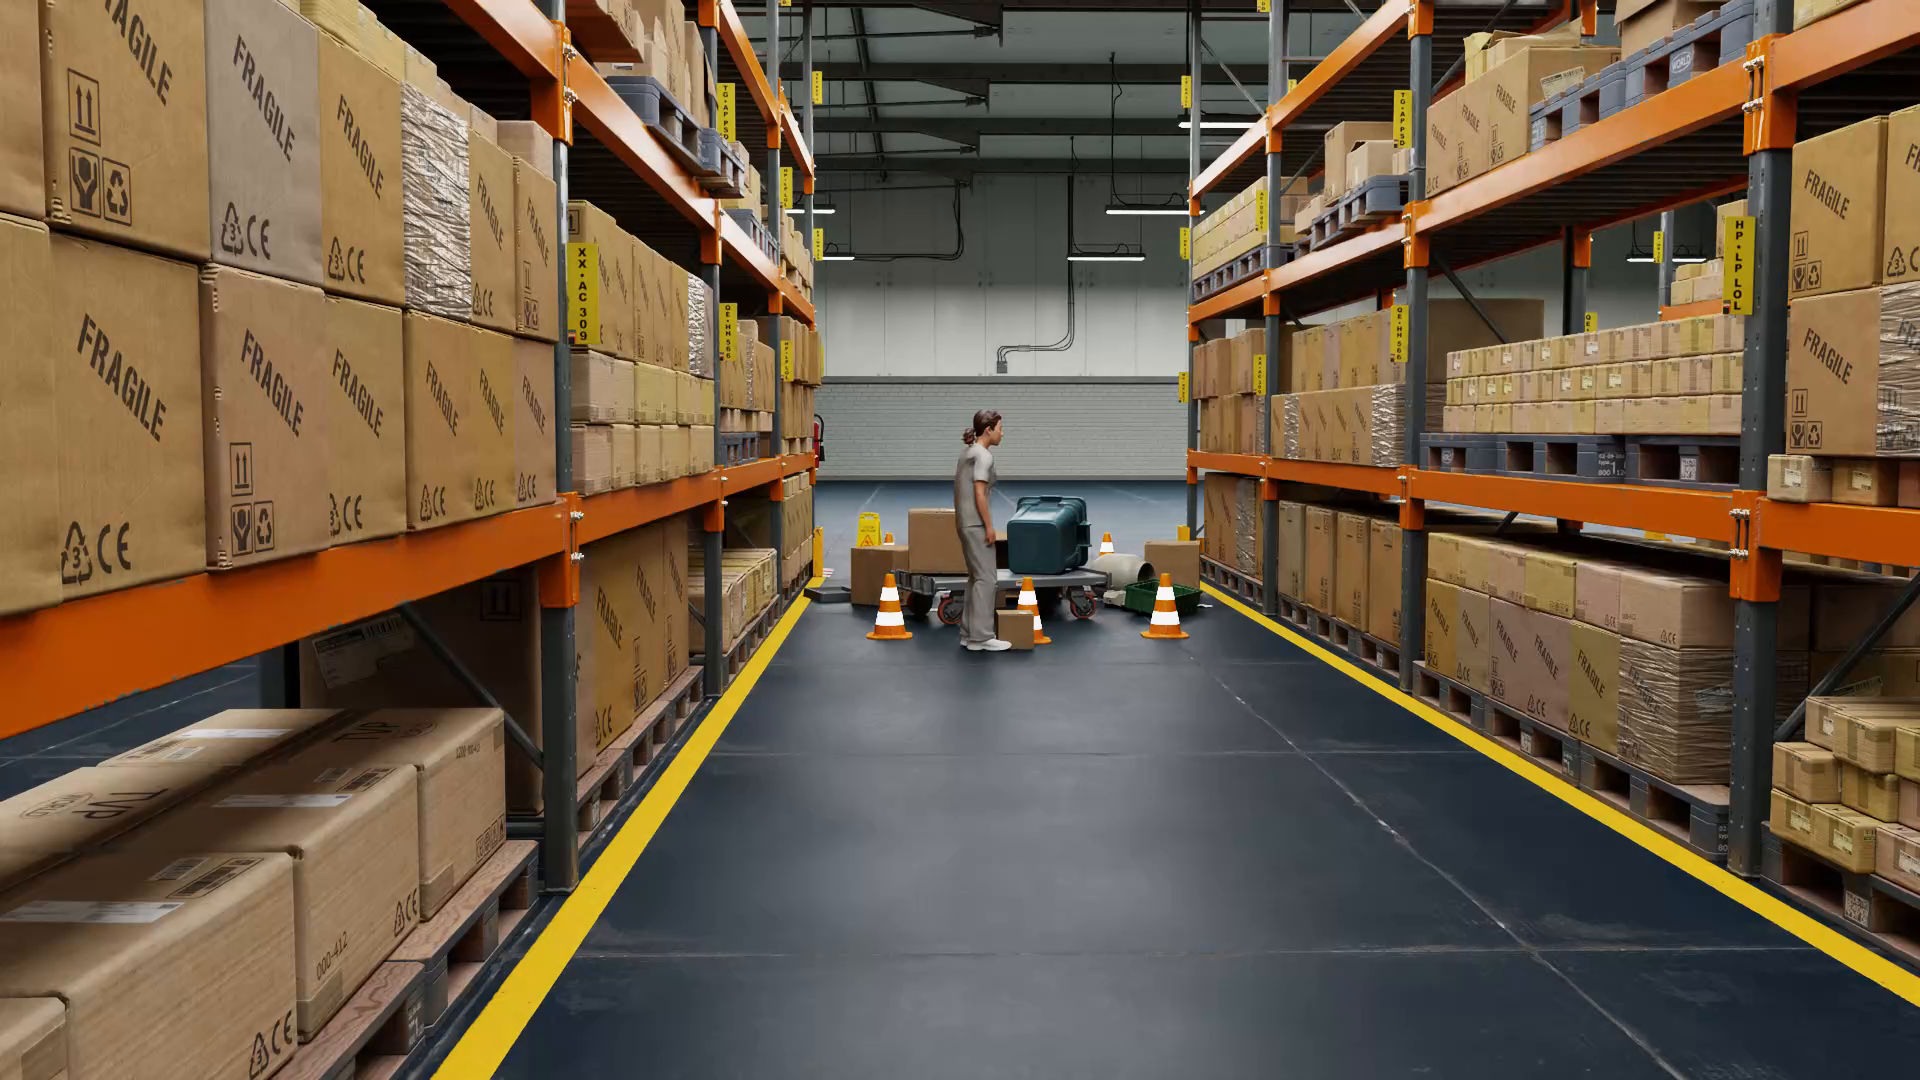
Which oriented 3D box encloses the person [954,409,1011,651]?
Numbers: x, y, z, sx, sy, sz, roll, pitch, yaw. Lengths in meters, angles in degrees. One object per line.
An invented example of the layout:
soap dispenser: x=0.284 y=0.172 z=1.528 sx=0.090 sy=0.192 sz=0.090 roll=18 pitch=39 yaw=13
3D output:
person: x=0.144 y=-0.079 z=11.635 sx=0.359 sy=1.673 sz=0.485 roll=-1 pitch=4 yaw=-10
